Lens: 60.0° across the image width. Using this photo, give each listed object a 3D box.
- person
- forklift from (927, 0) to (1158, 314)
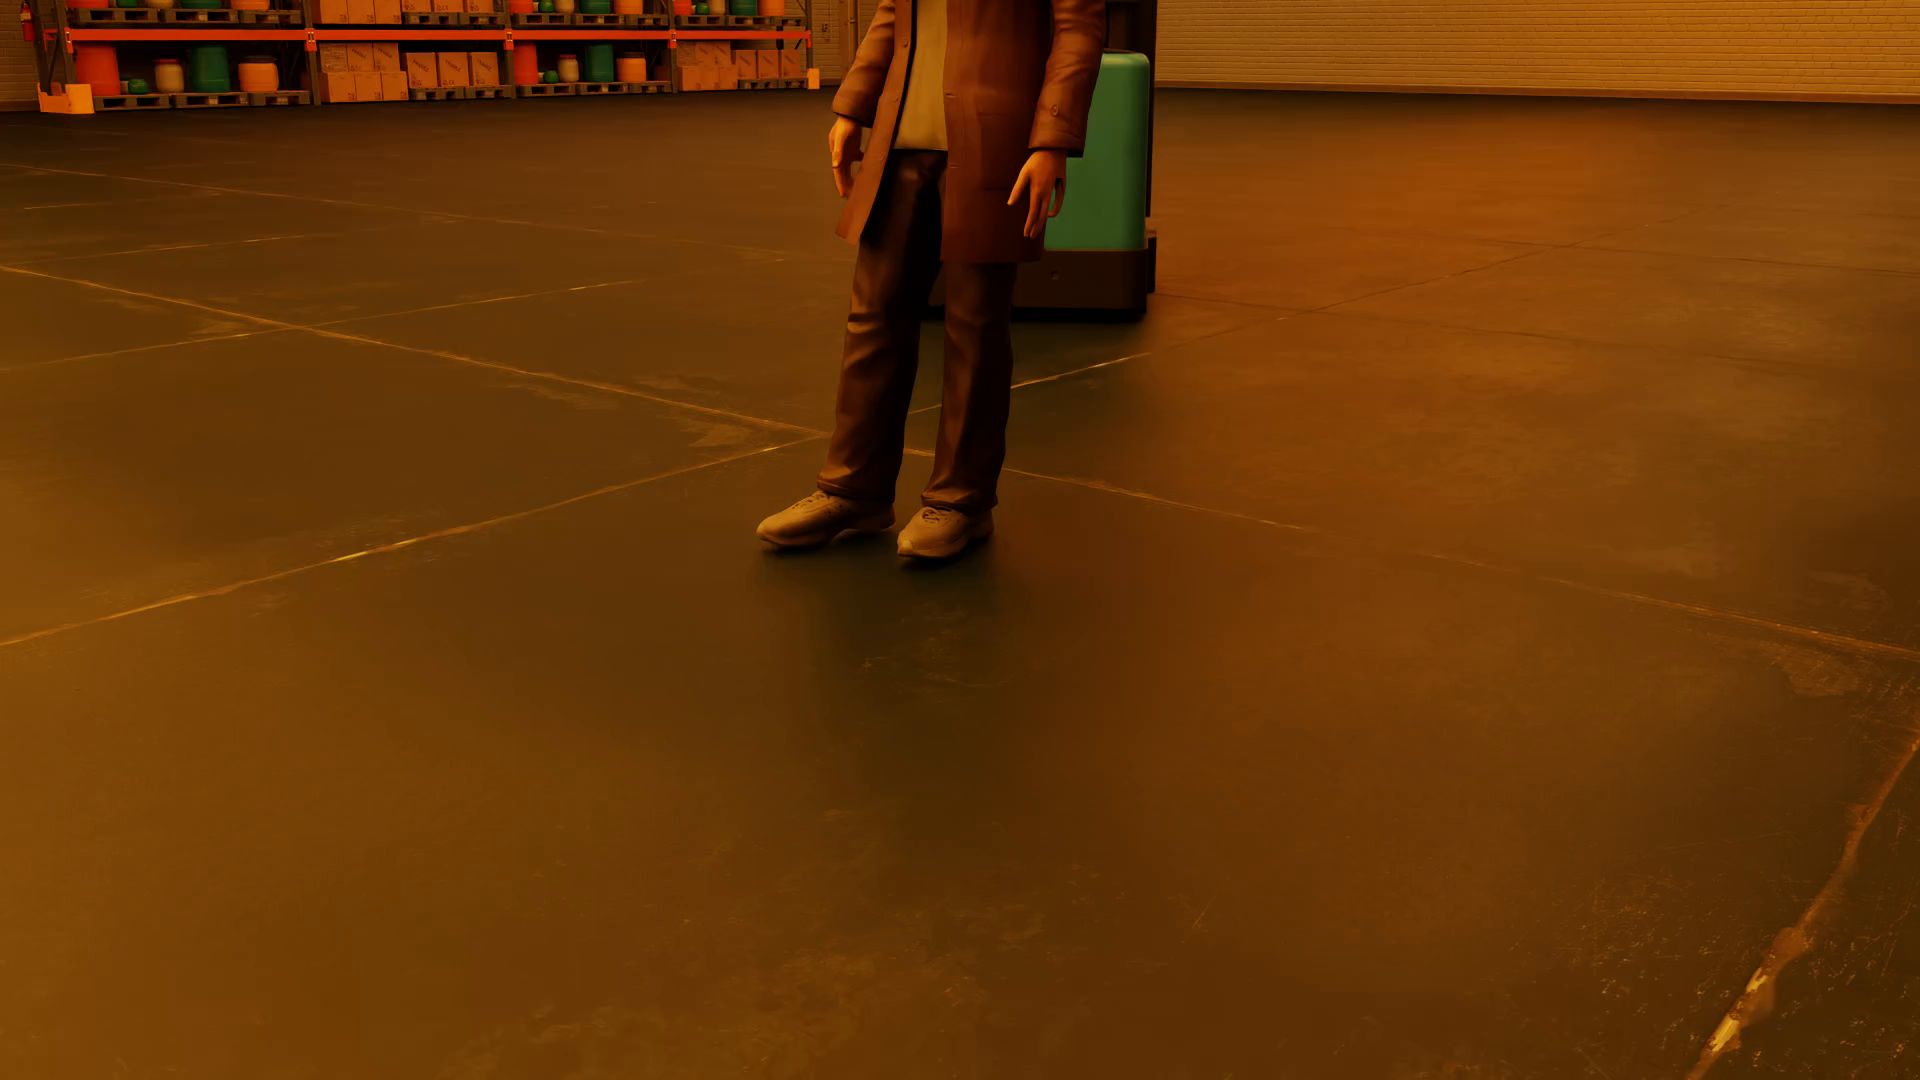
[{"bbox_3d":[-0.062,-0.838,3.618,0.696,1.775,0.582,13,21,37],"label":"person"},{"bbox_3d":[0.393,-2.728,7.881,1.130,2.935,3.031,2,17,6],"label":"forklift"}]
